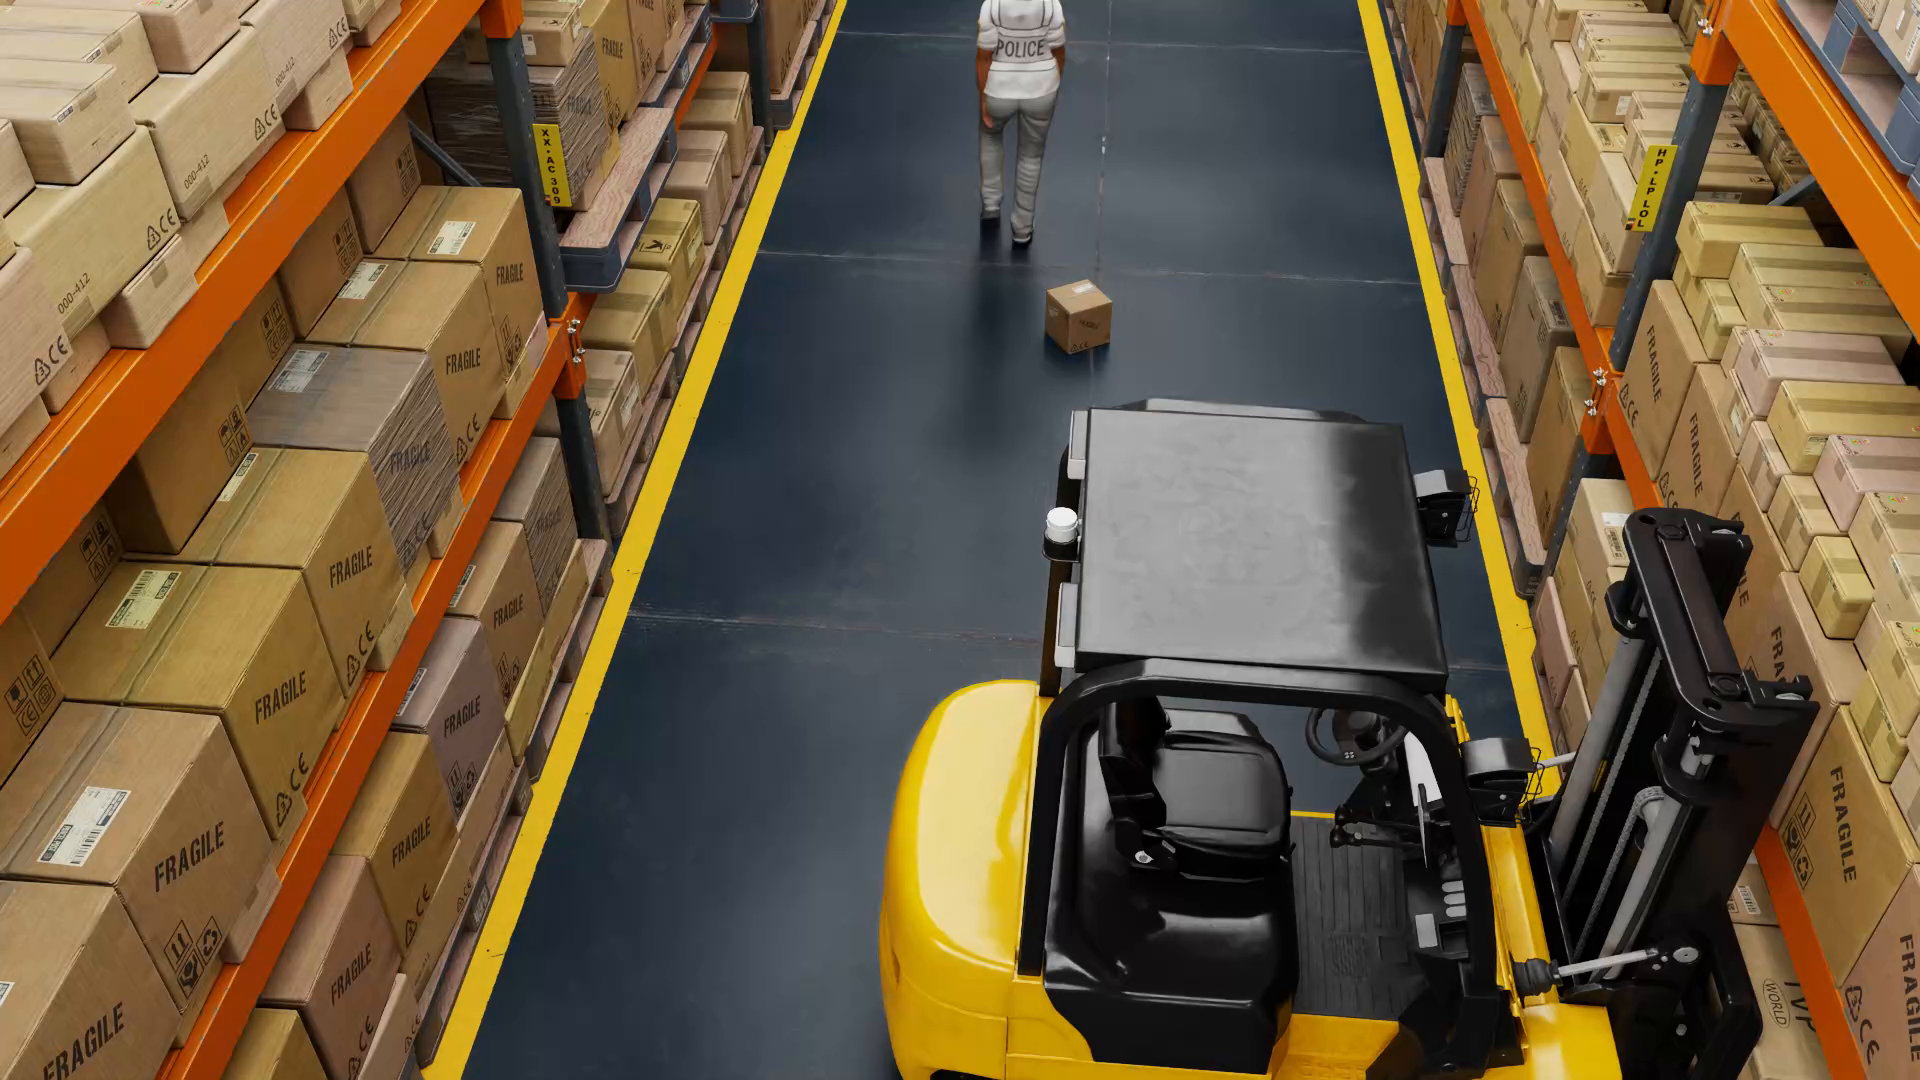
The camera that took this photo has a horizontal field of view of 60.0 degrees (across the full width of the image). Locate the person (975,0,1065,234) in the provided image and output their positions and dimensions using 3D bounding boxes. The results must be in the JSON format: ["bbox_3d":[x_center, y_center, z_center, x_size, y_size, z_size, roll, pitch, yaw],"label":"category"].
[{"bbox_3d":[0.323,-2.466,8.974,0.476,1.582,0.485,1,40,1],"label":"person"}]
